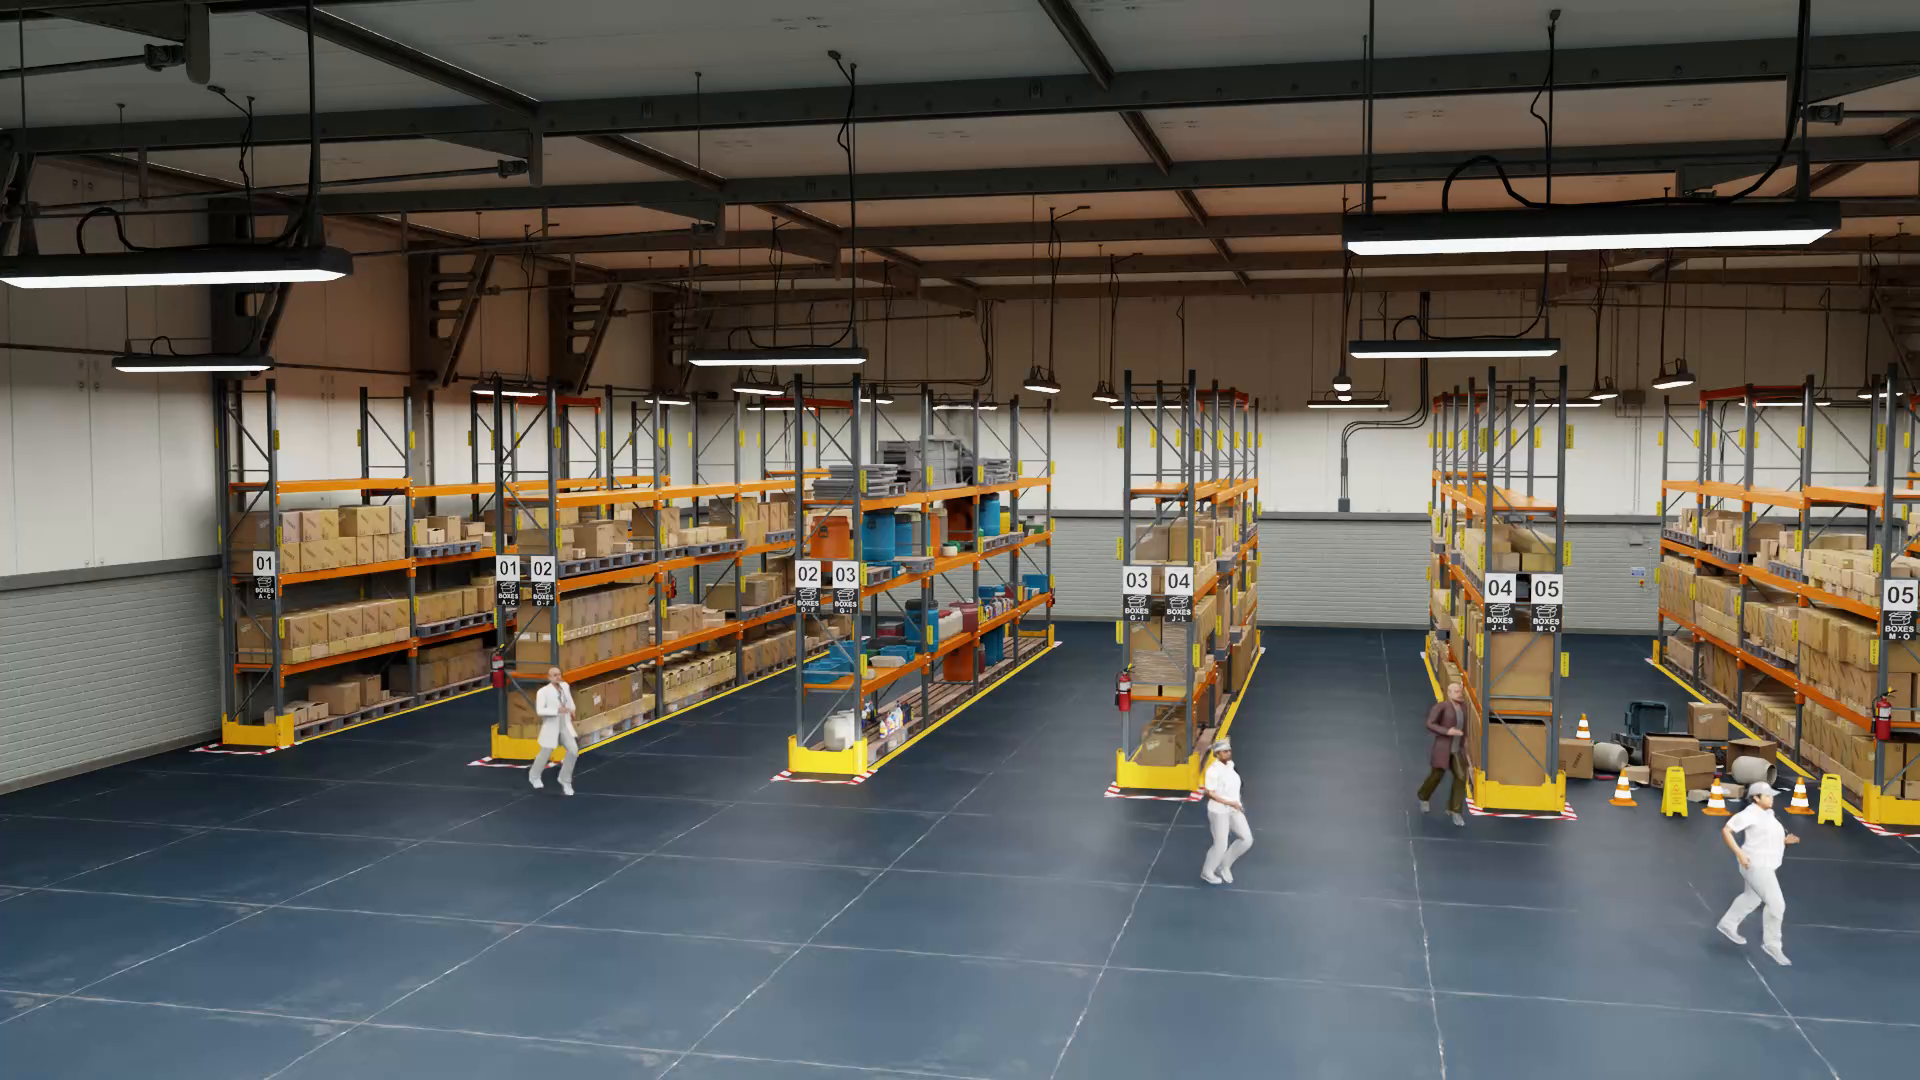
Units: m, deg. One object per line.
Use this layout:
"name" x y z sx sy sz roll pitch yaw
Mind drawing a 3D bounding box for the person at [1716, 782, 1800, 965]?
"person" 7.743 3.202 16.154 0.754 1.727 0.580 3 5 44

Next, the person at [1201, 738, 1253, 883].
"person" 2.991 3.043 18.693 0.579 1.658 0.603 -3 5 -42

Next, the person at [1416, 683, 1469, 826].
"person" 6.458 2.798 21.984 0.733 1.827 0.927 -1 4 -17

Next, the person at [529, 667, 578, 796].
"person" -5.734 2.704 23.587 0.732 1.825 0.972 -3 5 -44
